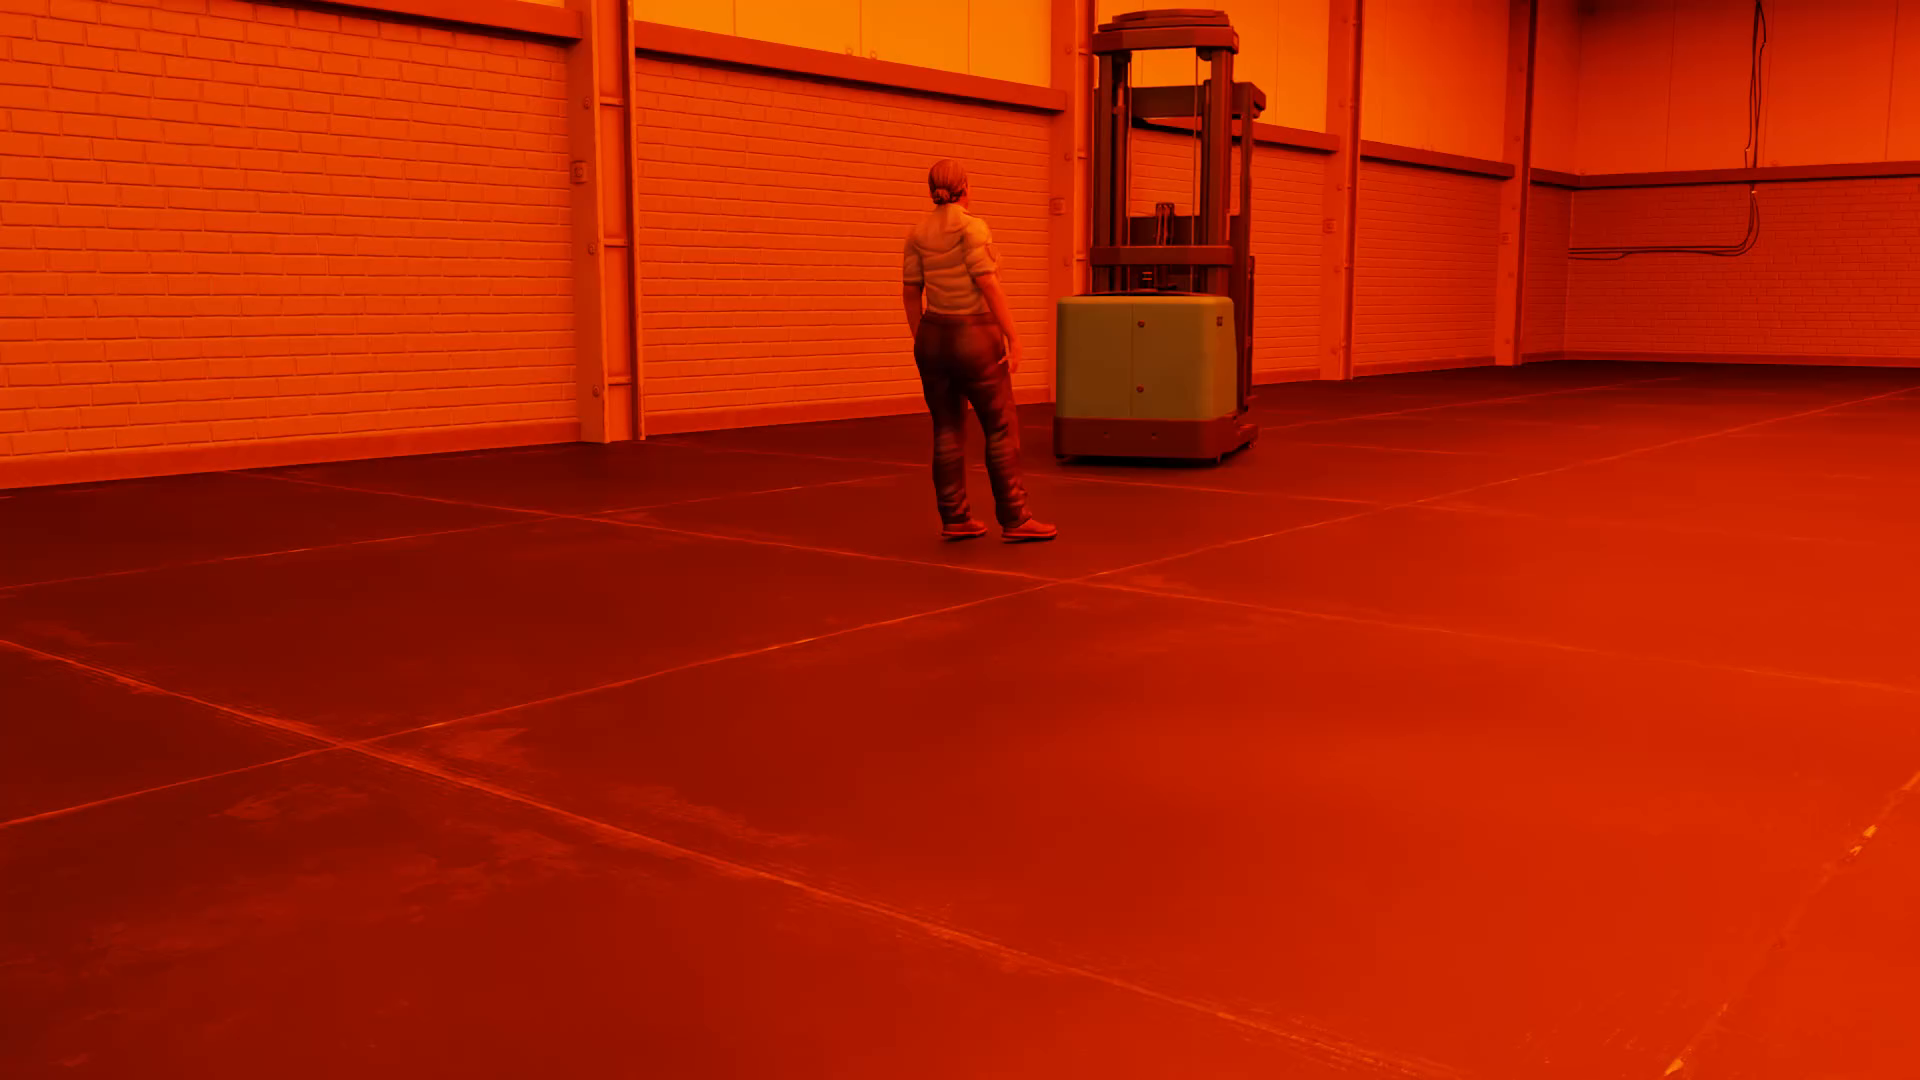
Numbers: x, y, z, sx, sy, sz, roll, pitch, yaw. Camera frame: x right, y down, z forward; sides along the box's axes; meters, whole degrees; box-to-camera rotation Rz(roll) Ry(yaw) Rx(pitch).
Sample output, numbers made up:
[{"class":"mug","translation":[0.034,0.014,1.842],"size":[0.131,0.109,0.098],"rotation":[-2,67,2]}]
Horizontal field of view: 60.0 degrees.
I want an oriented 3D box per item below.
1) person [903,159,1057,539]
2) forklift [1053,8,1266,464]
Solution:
[{"class":"person","translation":[0.074,-0.831,7.339],"size":[0.598,1.651,0.503],"rotation":[7,11,38]},{"class":"forklift","translation":[1.529,-2.112,11.715],"size":[1.130,2.935,3.031],"rotation":[3,9,17]}]
